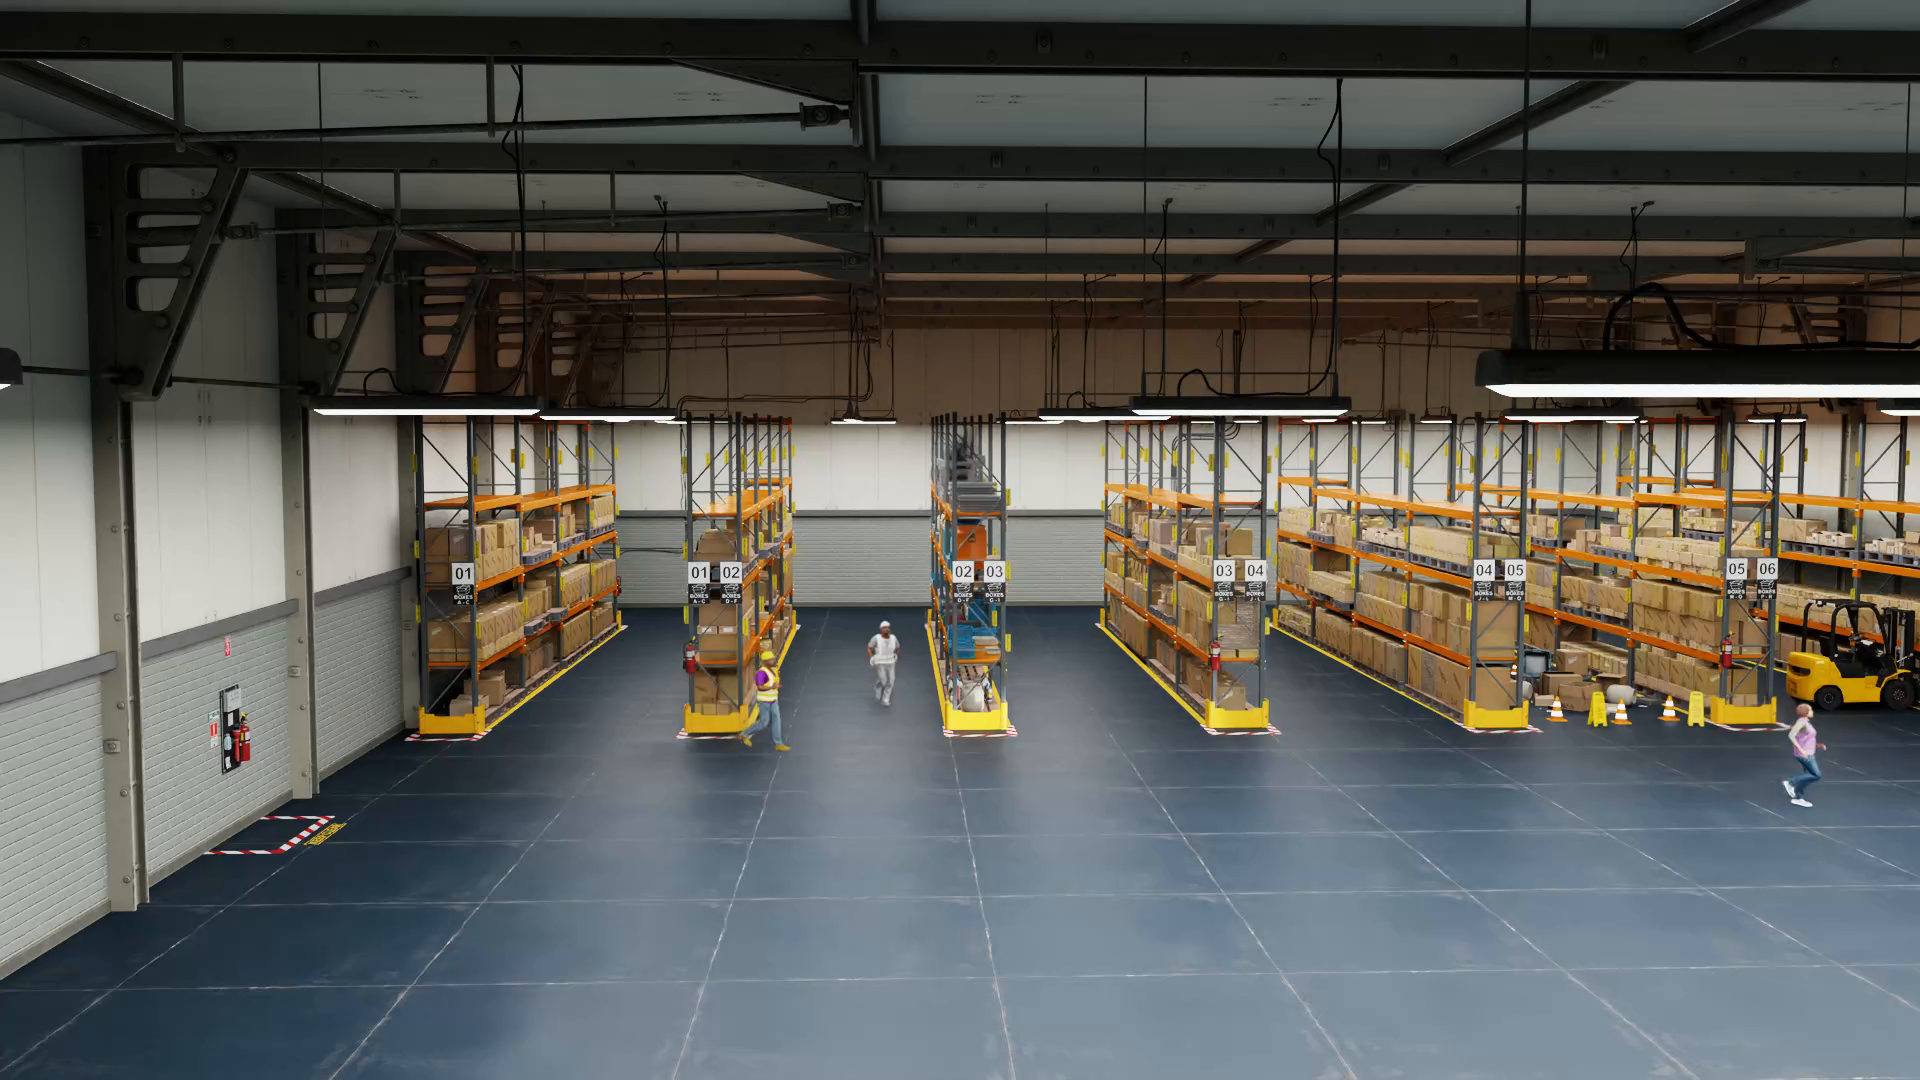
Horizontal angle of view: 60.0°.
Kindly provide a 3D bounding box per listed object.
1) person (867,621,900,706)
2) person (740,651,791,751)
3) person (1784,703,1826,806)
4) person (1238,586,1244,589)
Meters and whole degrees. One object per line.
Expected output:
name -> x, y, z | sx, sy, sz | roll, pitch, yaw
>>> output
person -> -1.527, 2.535, 34.086 | 0.684, 1.732, 0.594 | -1, 4, -20
person -> -3.413, 2.830, 29.265 | 0.949, 1.752, 0.709 | 2, 4, 21
person -> 12.763, 3.244, 25.108 | 0.539, 1.558, 0.542 | 3, 5, 36
person -> 7.794, 1.638, 47.059 | 0.761, 1.738, 0.969 | 1, 4, 19
